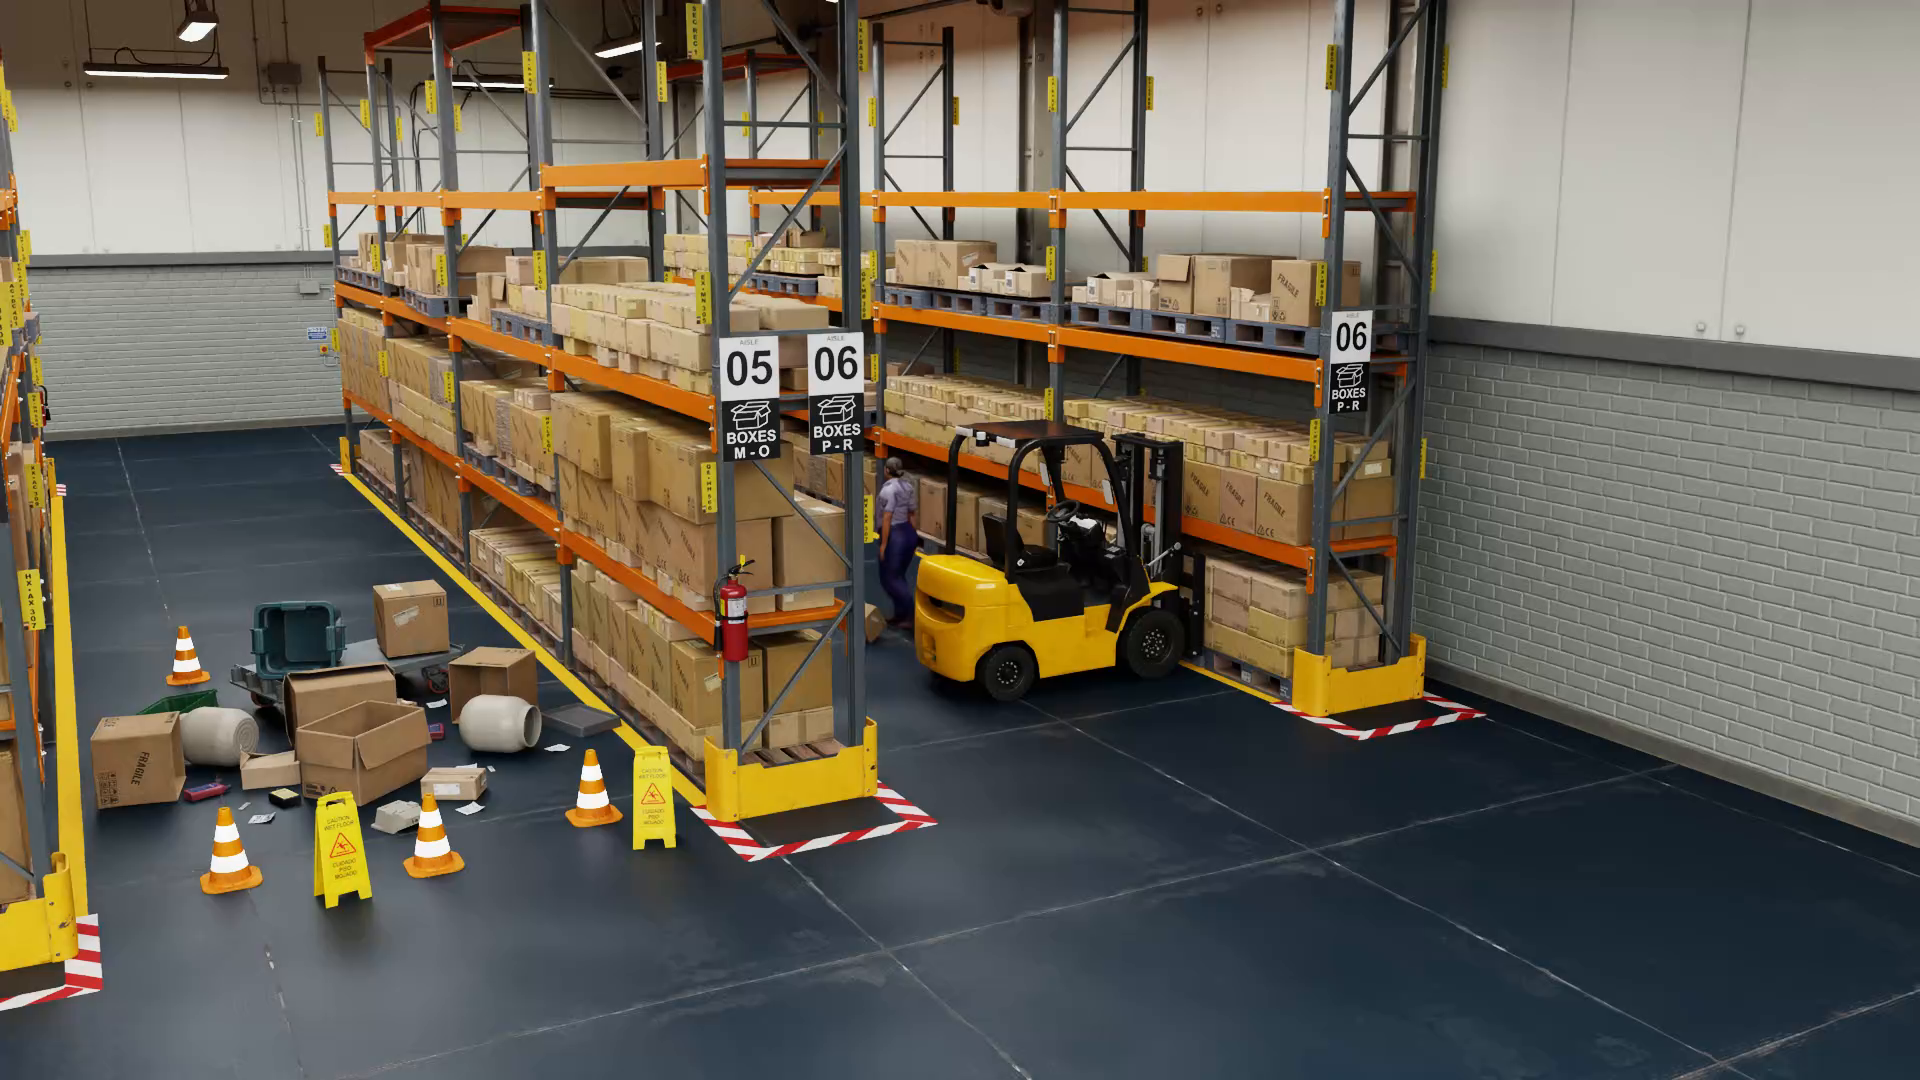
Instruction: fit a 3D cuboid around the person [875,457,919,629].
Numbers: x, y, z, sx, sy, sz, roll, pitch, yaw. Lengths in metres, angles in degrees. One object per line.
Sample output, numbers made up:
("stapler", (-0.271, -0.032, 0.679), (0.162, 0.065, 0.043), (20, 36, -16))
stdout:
("person", (-0.538, 0.036, 15.835), (0.558, 1.638, 0.556), (6, 13, 28))
